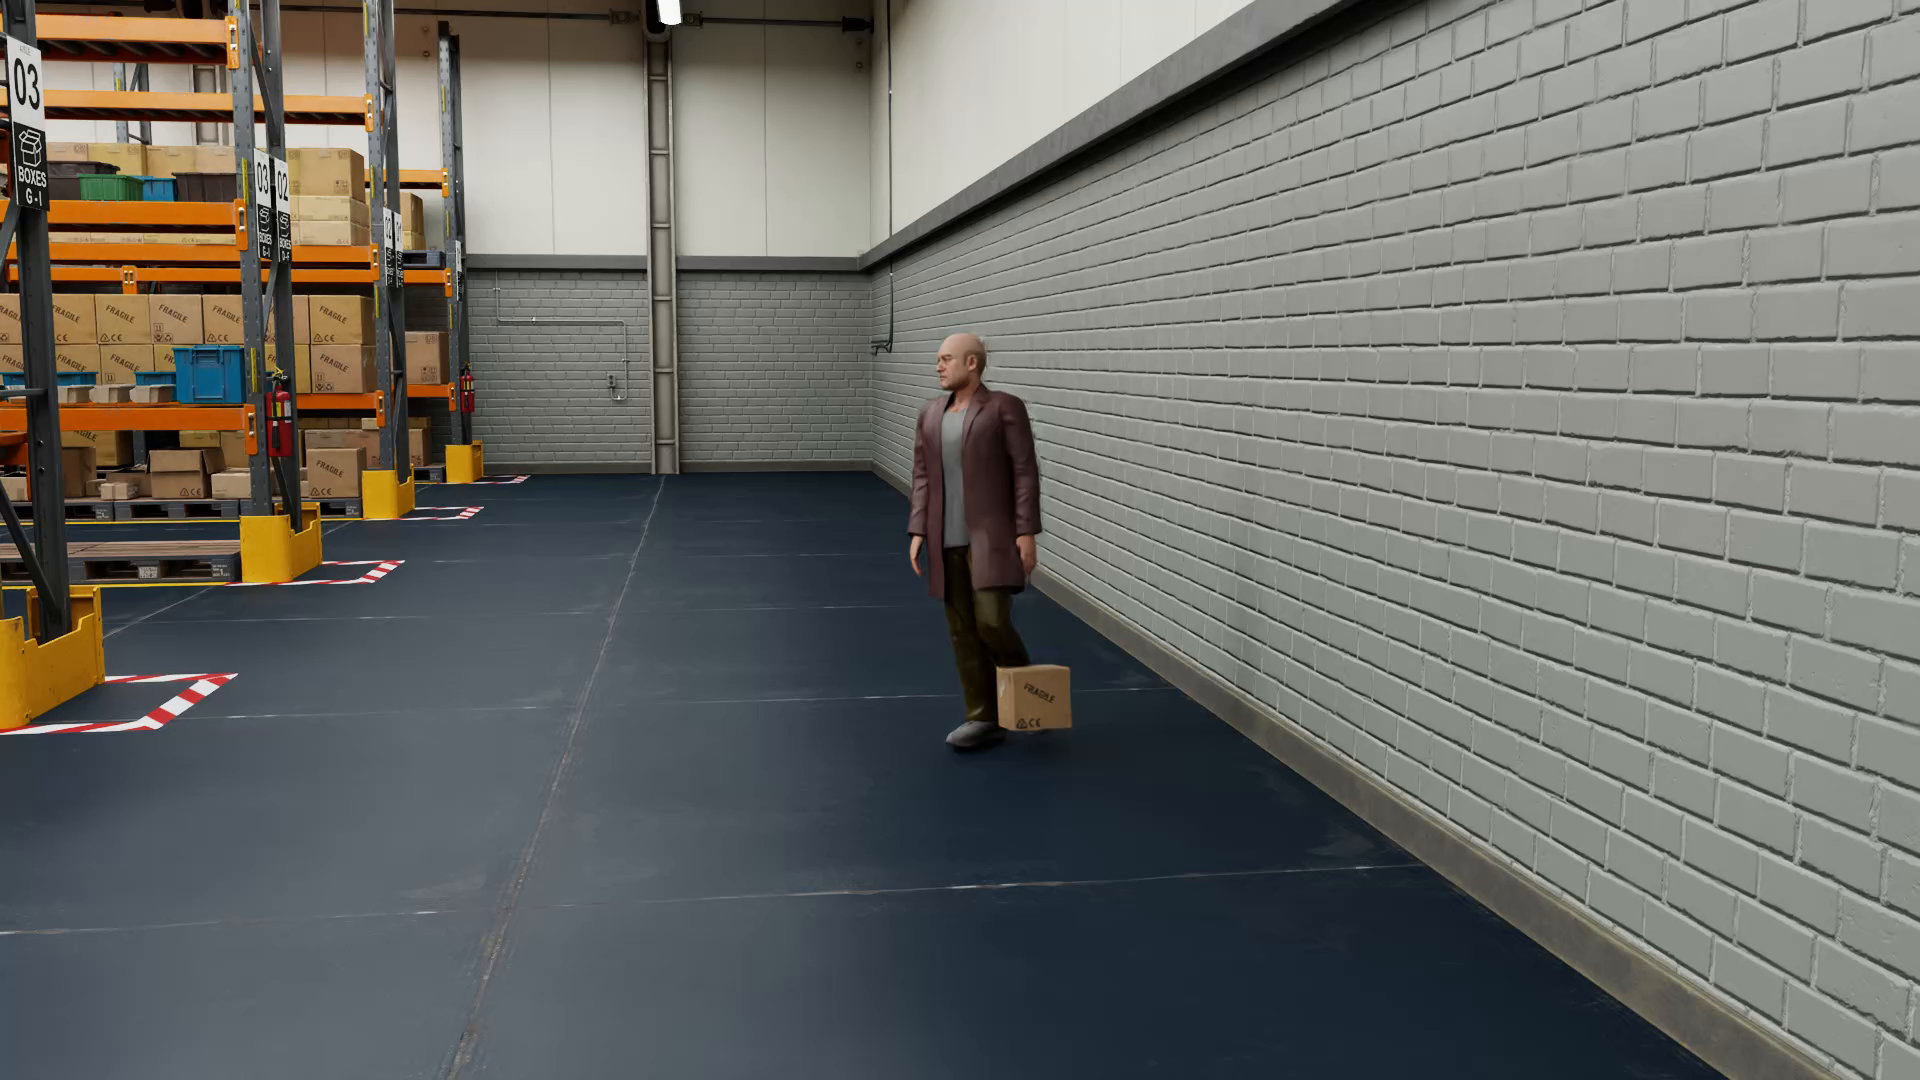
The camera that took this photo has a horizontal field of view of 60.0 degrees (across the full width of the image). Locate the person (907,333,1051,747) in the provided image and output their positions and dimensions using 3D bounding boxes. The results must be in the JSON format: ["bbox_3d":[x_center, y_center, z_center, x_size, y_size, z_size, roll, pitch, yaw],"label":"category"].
[{"bbox_3d":[0.085,0.002,7.157,0.675,1.772,0.509,4,8,33],"label":"person"}]
